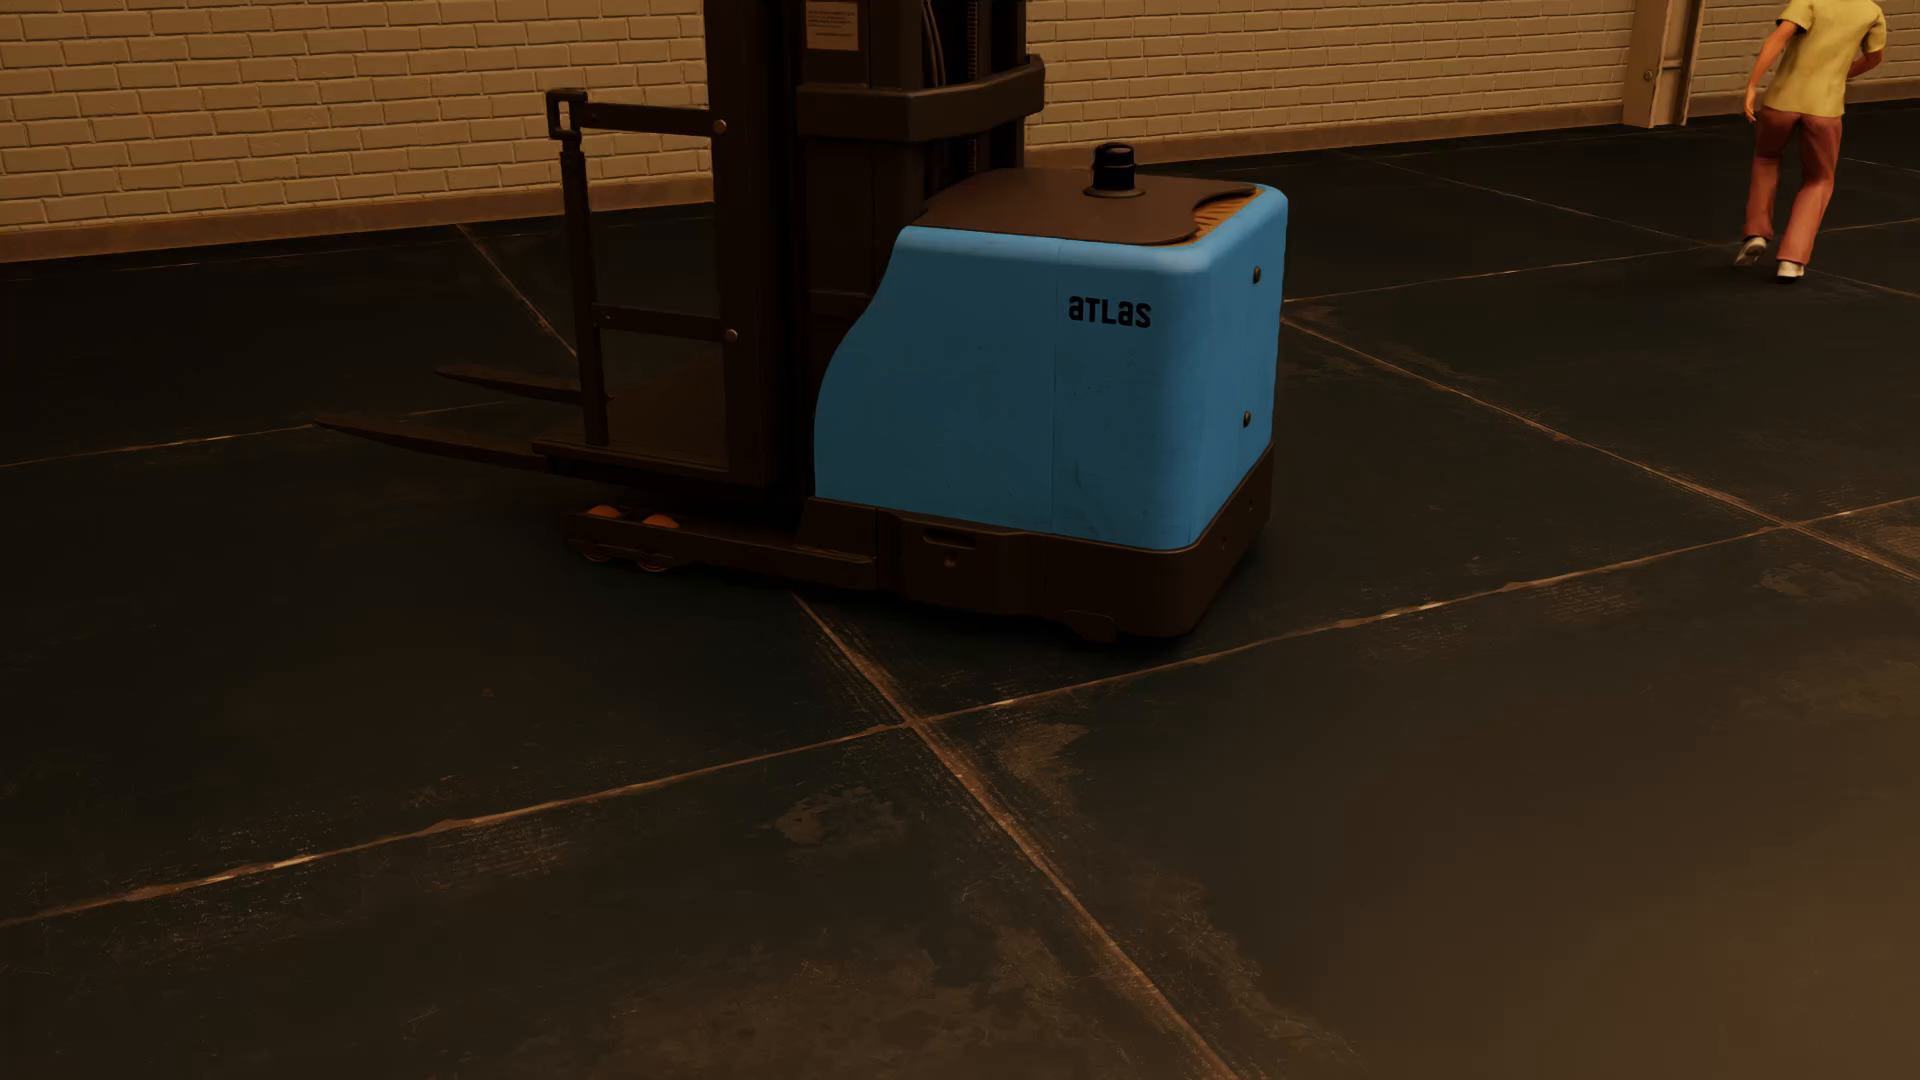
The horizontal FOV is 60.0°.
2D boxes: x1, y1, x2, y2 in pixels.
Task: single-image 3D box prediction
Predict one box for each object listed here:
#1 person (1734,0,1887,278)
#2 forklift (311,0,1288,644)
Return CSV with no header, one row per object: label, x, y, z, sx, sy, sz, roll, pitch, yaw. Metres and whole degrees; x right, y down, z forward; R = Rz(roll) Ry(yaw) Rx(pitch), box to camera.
person,4.055,-2.041,7.977,0.590,1.647,0.697,9,24,20
forklift,-0.616,-1.433,4.736,3.031,2.935,1.130,9,24,21
